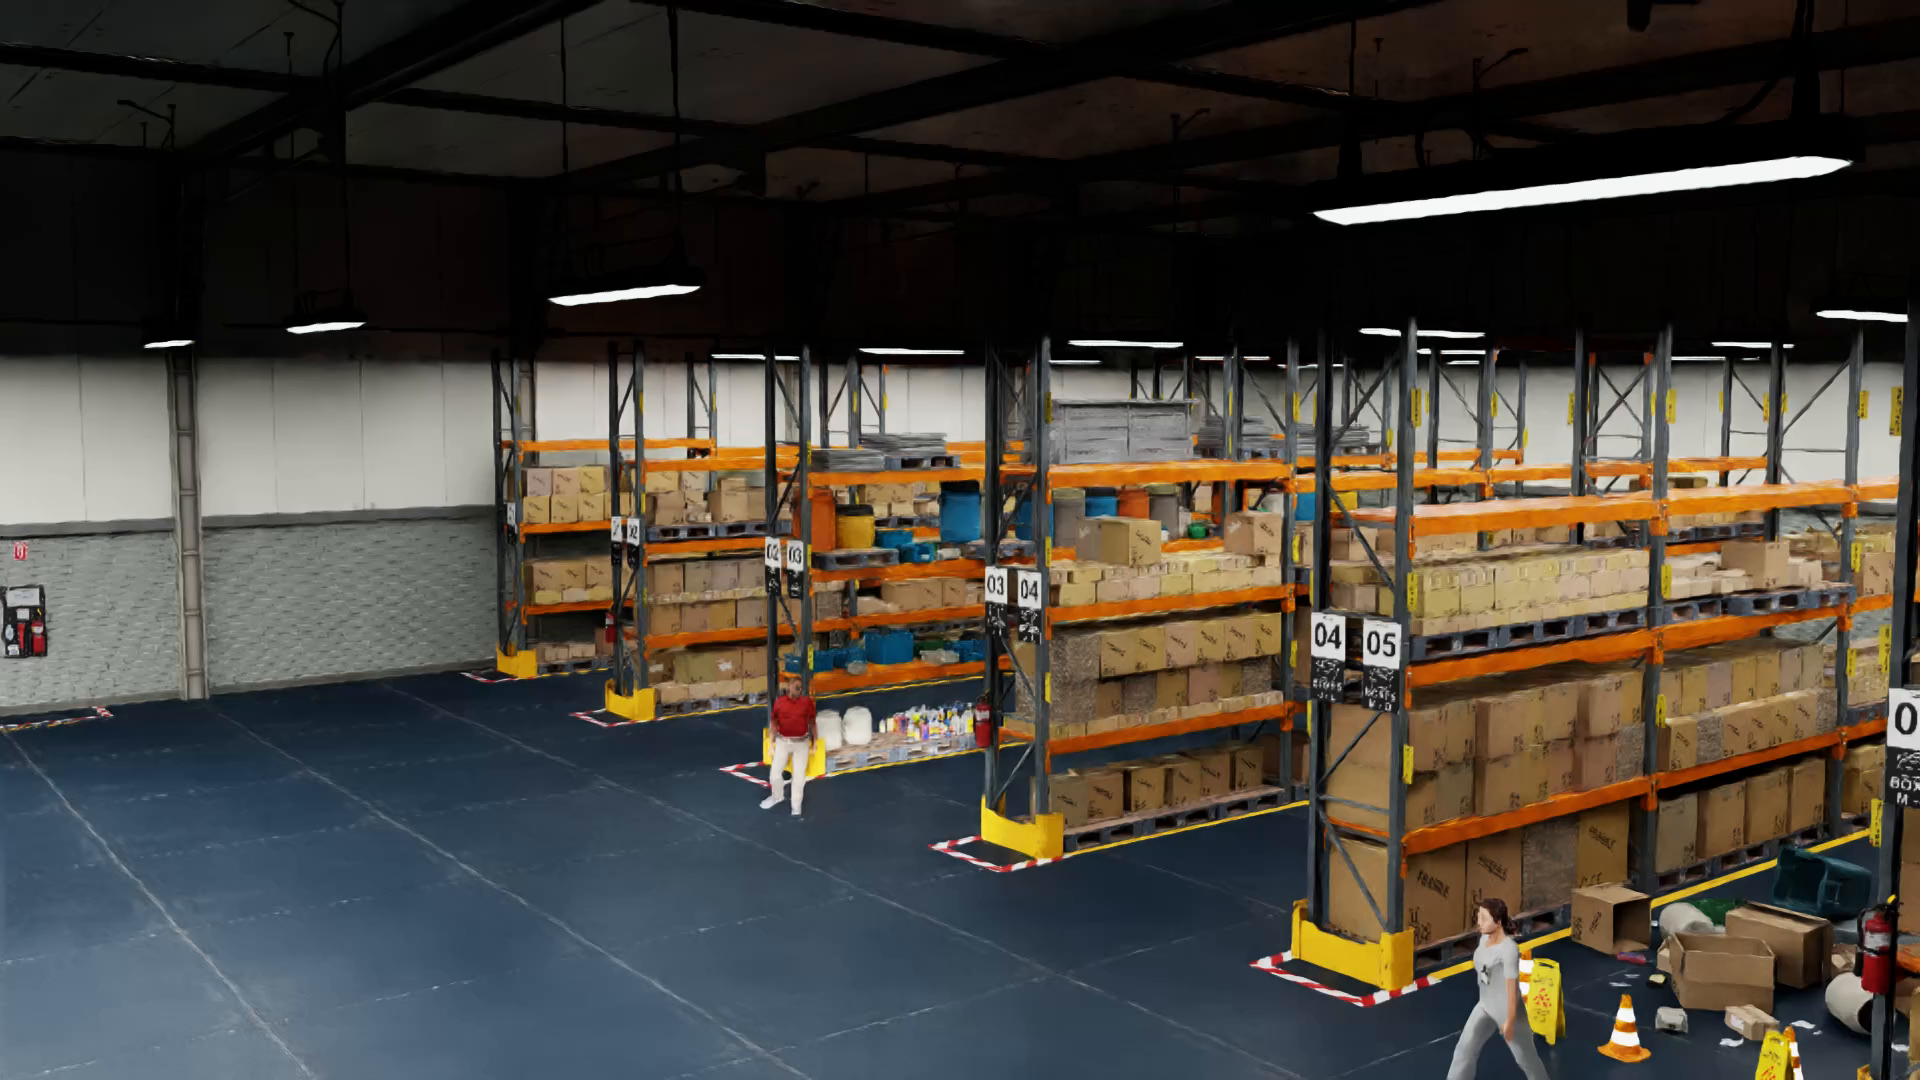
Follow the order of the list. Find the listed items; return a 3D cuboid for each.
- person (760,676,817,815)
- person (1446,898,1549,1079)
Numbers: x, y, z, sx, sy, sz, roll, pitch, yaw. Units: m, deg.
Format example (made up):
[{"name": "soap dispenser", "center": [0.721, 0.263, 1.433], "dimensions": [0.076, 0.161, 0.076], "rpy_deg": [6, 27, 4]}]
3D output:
[{"name": "person", "center": [-2.110, 2.505, 20.405], "dimensions": [0.712, 1.718, 0.499], "rpy_deg": [0, 5, -3]}, {"name": "person", "center": [3.799, 3.446, 11.775], "dimensions": [0.948, 1.378, 0.481], "rpy_deg": [-1, 5, -13]}]
